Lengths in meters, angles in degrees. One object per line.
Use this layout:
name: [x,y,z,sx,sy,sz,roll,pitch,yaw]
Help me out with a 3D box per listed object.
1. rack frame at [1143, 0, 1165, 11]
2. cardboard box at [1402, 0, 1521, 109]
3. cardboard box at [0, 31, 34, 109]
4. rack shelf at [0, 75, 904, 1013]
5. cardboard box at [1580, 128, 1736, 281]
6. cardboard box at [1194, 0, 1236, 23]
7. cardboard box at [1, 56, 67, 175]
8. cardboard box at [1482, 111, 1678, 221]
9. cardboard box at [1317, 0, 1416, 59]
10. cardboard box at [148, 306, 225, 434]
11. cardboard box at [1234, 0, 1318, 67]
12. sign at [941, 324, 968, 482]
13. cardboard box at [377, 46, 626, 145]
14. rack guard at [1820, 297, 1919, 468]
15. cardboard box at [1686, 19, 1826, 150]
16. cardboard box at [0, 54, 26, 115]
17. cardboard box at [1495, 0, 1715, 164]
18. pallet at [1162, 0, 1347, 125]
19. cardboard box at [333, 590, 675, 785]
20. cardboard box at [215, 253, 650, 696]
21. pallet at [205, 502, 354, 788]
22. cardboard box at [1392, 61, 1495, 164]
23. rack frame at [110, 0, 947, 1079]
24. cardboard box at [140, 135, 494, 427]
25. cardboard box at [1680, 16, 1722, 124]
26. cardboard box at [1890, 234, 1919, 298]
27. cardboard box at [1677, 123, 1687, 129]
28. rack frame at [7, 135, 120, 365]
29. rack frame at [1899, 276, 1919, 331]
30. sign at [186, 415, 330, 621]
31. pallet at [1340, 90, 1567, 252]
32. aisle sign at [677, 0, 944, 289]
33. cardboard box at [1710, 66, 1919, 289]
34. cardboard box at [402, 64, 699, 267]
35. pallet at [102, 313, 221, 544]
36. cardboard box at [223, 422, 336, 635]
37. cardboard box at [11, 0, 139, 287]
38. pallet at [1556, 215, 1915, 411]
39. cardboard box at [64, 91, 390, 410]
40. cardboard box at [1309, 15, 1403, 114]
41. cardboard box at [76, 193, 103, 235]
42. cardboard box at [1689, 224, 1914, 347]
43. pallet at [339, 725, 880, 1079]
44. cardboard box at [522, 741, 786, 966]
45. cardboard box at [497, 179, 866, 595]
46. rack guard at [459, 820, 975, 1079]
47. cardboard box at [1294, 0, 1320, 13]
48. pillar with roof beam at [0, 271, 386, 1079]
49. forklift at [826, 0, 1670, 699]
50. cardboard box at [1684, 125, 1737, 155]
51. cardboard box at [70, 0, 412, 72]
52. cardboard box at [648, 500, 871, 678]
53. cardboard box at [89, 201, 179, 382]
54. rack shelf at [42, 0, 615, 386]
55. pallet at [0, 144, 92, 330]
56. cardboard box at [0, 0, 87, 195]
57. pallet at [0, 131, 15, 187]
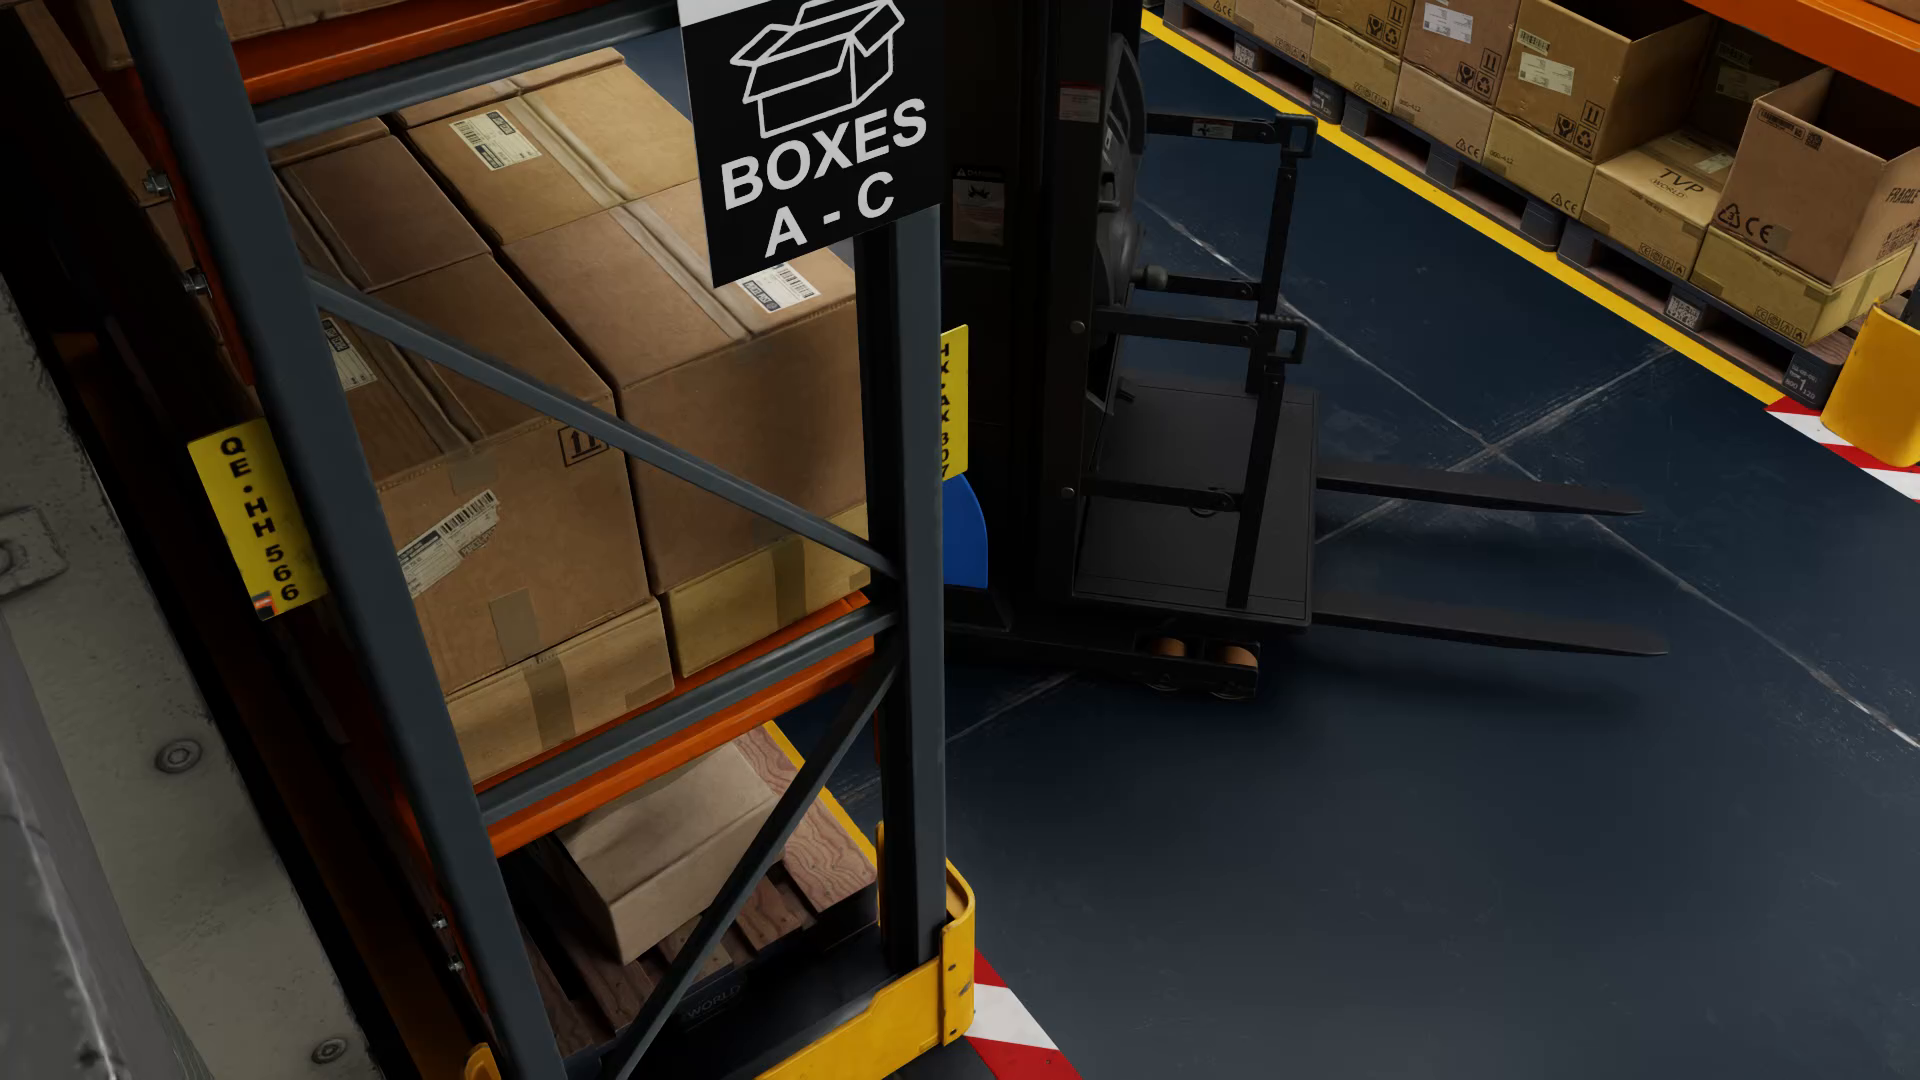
rack frame: [1.299,-3.923,7.392,1.000,3.000,0.127,-26,49,-24]
cardboard box: [2.167,-2.117,6.644,0.500,0.500,0.500,-26,49,-24]
cardboard box: [-2.371,-1.545,4.452,0.500,0.500,0.500,-26,49,-25]
rack shelf: [-1.618,-0.571,4.402,1.077,0.370,4.000,-26,49,-24]
cardboard box: [2.742,-1.280,6.311,0.500,0.250,0.500,-26,49,-24]
cardboard box: [1.316,-2.698,7.796,0.500,0.250,0.500,-26,49,-24]
cardboard box: [-2.366,-1.284,4.722,0.500,0.250,0.500,-27,50,-26]
cardboard box: [2.455,-1.563,6.607,0.500,0.250,0.500,-26,49,-24]
cardboard box: [1.880,-2.399,6.940,0.500,0.500,0.500,-26,49,-24]
cardboard box: [-1.497,-0.413,3.809,0.500,0.250,0.500,-26,49,-25]
cardboard box: [1.598,-2.413,7.497,0.500,0.250,0.500,-26,49,-24]
sign: [-0.029,-0.226,2.893,0.100,0.325,0.005,-26,49,-24]
cardboard box: [-1.065,-0.891,3.767,0.500,0.500,0.500,-27,50,-26]
rack guard: [3.601,-0.740,5.868,1.175,0.500,0.348,-26,49,-24]
cardboard box: [3.175,-1.760,6.270,0.500,0.500,0.500,-26,49,-24]
cardboard box: [-2.669,-1.566,5.017,0.500,0.250,0.500,-25,49,-24]
cardboard box: [2.452,-1.833,6.347,0.500,0.500,0.500,-26,49,-24]
pallet: [1.720,-2.448,7.866,1.003,0.211,1.213,-26,49,-24]
cardboard box: [-0.900,0.160,3.209,0.500,0.250,0.500,-25,49,-24]
cardboard box: [-0.917,-0.106,2.945,0.500,0.500,0.500,-26,50,-25]
pallet: [-1.647,0.102,5.195,1.003,0.211,1.213,-26,49,-24]
cardboard box: [2.170,-1.847,6.904,0.500,0.250,0.500,-26,49,-24]
rack frame: [-0.473,0.301,2.967,1.000,3.000,0.127,-26,49,-24]
cardboard box: [-1.197,-0.395,3.247,0.500,0.500,0.500,-25,49,-24]
cardboard box: [2.879,-2.038,6.562,0.500,0.500,0.500,-26,49,-24]
cardboard box: [3.463,-1.207,6.234,0.500,0.250,0.500,-26,49,-24]
cardboard box: [2.888,-1.772,6.825,0.500,0.250,0.500,-26,49,-24]
rack frame: [-2.762,-1.964,5.340,1.000,3.000,0.127,-26,49,-24]
rack frame: [3.587,-1.658,5.019,1.000,3.000,0.127,-26,49,-24]
sign: [-0.940,-0.024,2.240,0.100,0.325,0.005,-26,49,-24]
pallet: [2.422,-1.756,7.141,1.003,0.211,1.213,-26,49,-24]
aisle sign: [-0.186,-0.717,2.151,0.394,0.787,0.004,-26,49,-24]
cardboard box: [3.037,-1.272,5.759,0.500,0.500,0.500,-26,49,-24]
cardboard box: [-0.775,-0.596,3.458,0.500,0.500,0.500,-26,49,-24]
pallet: [-2.349,-0.589,5.919,1.003,0.211,1.213,-26,49,-24]
cardboard box: [-1.205,-0.130,3.513,0.500,0.250,0.500,-24,49,-23]
cardboard box: [-1.785,-0.971,3.851,0.500,0.500,0.500,-25,49,-24]
pallet: [3.116,-1.066,6.418,1.003,0.211,1.213,-26,49,-24]
cardboard box: [-1.497,-0.686,3.552,0.500,0.500,0.500,-27,50,-25]
cardboard box: [1.879,-2.128,7.198,0.500,0.250,0.500,-26,49,-24]
cardboard box: [-2.062,-0.992,4.415,0.500,0.250,0.500,-27,50,-25]
cardboard box: [3.038,-1.002,6.019,0.500,0.250,0.500,-26,49,-24]
pallet: [-0.953,0.793,4.471,1.003,0.211,1.213,-26,49,-24]
cardboard box: [-0.795,0.687,4.191,0.500,0.311,0.500,-31,52,-29]
cardboard box: [-0.500,-0.312,3.160,0.500,0.500,0.500,-26,49,-24]
rack guard: [-0.517,1.162,3.875,1.175,0.500,0.348,-26,49,-24]
cardboard box: [1.600,-2.685,7.239,0.500,0.500,0.500,-26,49,-24]
pillar with roof beam: [1.948,-3.624,2.734,9.100,9.000,0.400,-26,49,-24]
forklift: [0.614,-0.984,4.363,3.031,2.935,1.130,7,44,7]
cardboard box: [3.174,-1.488,6.529,0.500,0.250,0.500,-26,49,-24]
cardboard box: [-0.920,-0.963,2.032,0.500,0.500,0.500,-22,48,-22]
cardboard box: [-0.492,-0.054,3.433,0.500,0.250,0.500,-27,50,-26]
cardboard box: [-1.788,-0.698,4.108,0.500,0.250,0.500,-25,49,-24]
rack shelf: [-1.618,-1.656,3.366,1.077,0.370,4.000,-26,49,-24]
pallet: [-3.208,-1.396,6.764,1.003,0.211,1.213,-26,49,-24]
cardboard box: [-2.091,-1.261,4.154,0.500,0.500,0.500,-24,49,-23]
pallet: [-3.910,-2.087,7.489,1.003,0.211,1.213,-26,49,-24]
